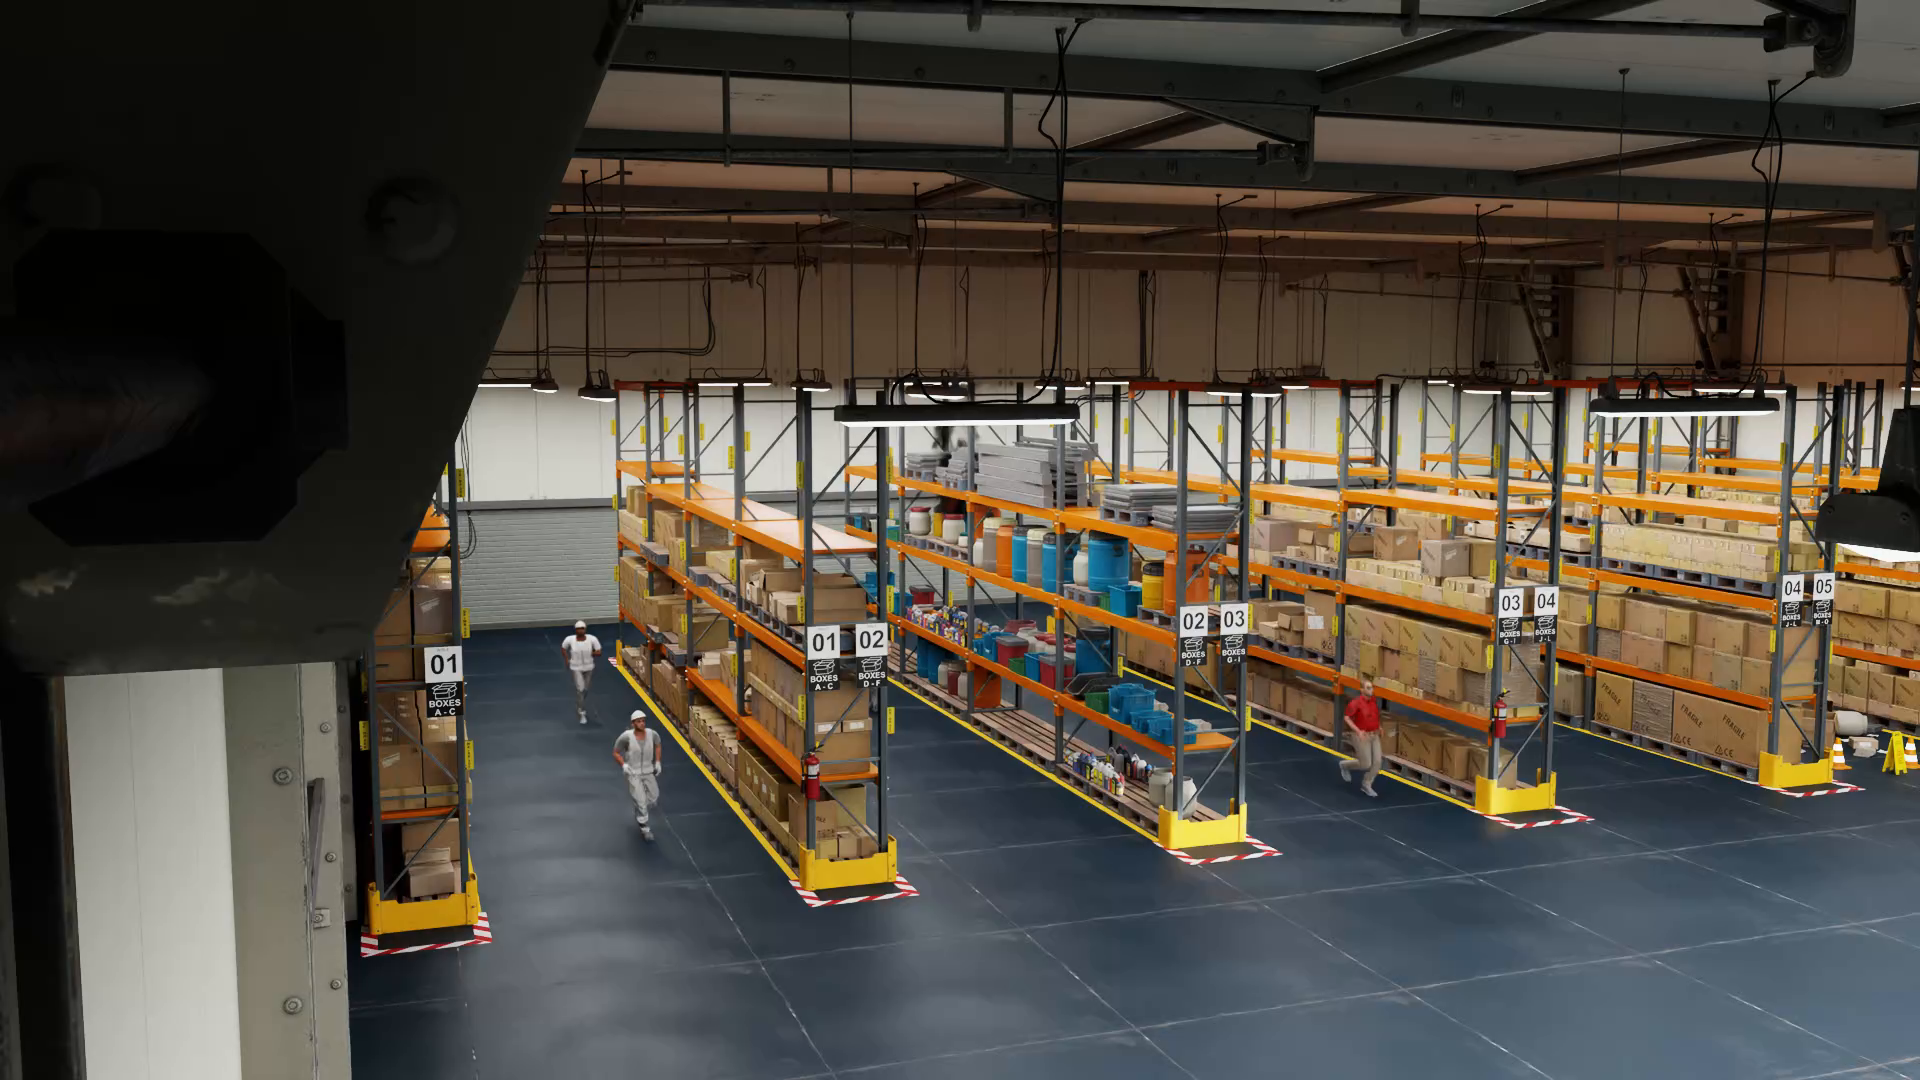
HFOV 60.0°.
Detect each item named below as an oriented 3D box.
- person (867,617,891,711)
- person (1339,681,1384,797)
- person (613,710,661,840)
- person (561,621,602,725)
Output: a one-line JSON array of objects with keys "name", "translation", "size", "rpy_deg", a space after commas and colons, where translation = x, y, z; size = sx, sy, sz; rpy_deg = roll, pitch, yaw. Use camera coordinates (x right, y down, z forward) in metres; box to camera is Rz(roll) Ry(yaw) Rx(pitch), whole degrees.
[{"name": "person", "translation": [-1.566, 2.262, 30.331], "size": [0.681, 1.739, 0.602], "rpy_deg": [-2, 6, -15]}, {"name": "person", "translation": [5.957, 2.914, 24.611], "size": [0.672, 1.703, 0.644], "rpy_deg": [-4, 7, -32]}, {"name": "person", "translation": [-4.307, 3.121, 22.264], "size": [0.678, 1.740, 0.593], "rpy_deg": [-3, 7, -28]}, {"name": "person", "translation": [-6.710, 2.323, 29.629], "size": [0.672, 1.809, 0.872], "rpy_deg": [-3, 7, -25]}]
